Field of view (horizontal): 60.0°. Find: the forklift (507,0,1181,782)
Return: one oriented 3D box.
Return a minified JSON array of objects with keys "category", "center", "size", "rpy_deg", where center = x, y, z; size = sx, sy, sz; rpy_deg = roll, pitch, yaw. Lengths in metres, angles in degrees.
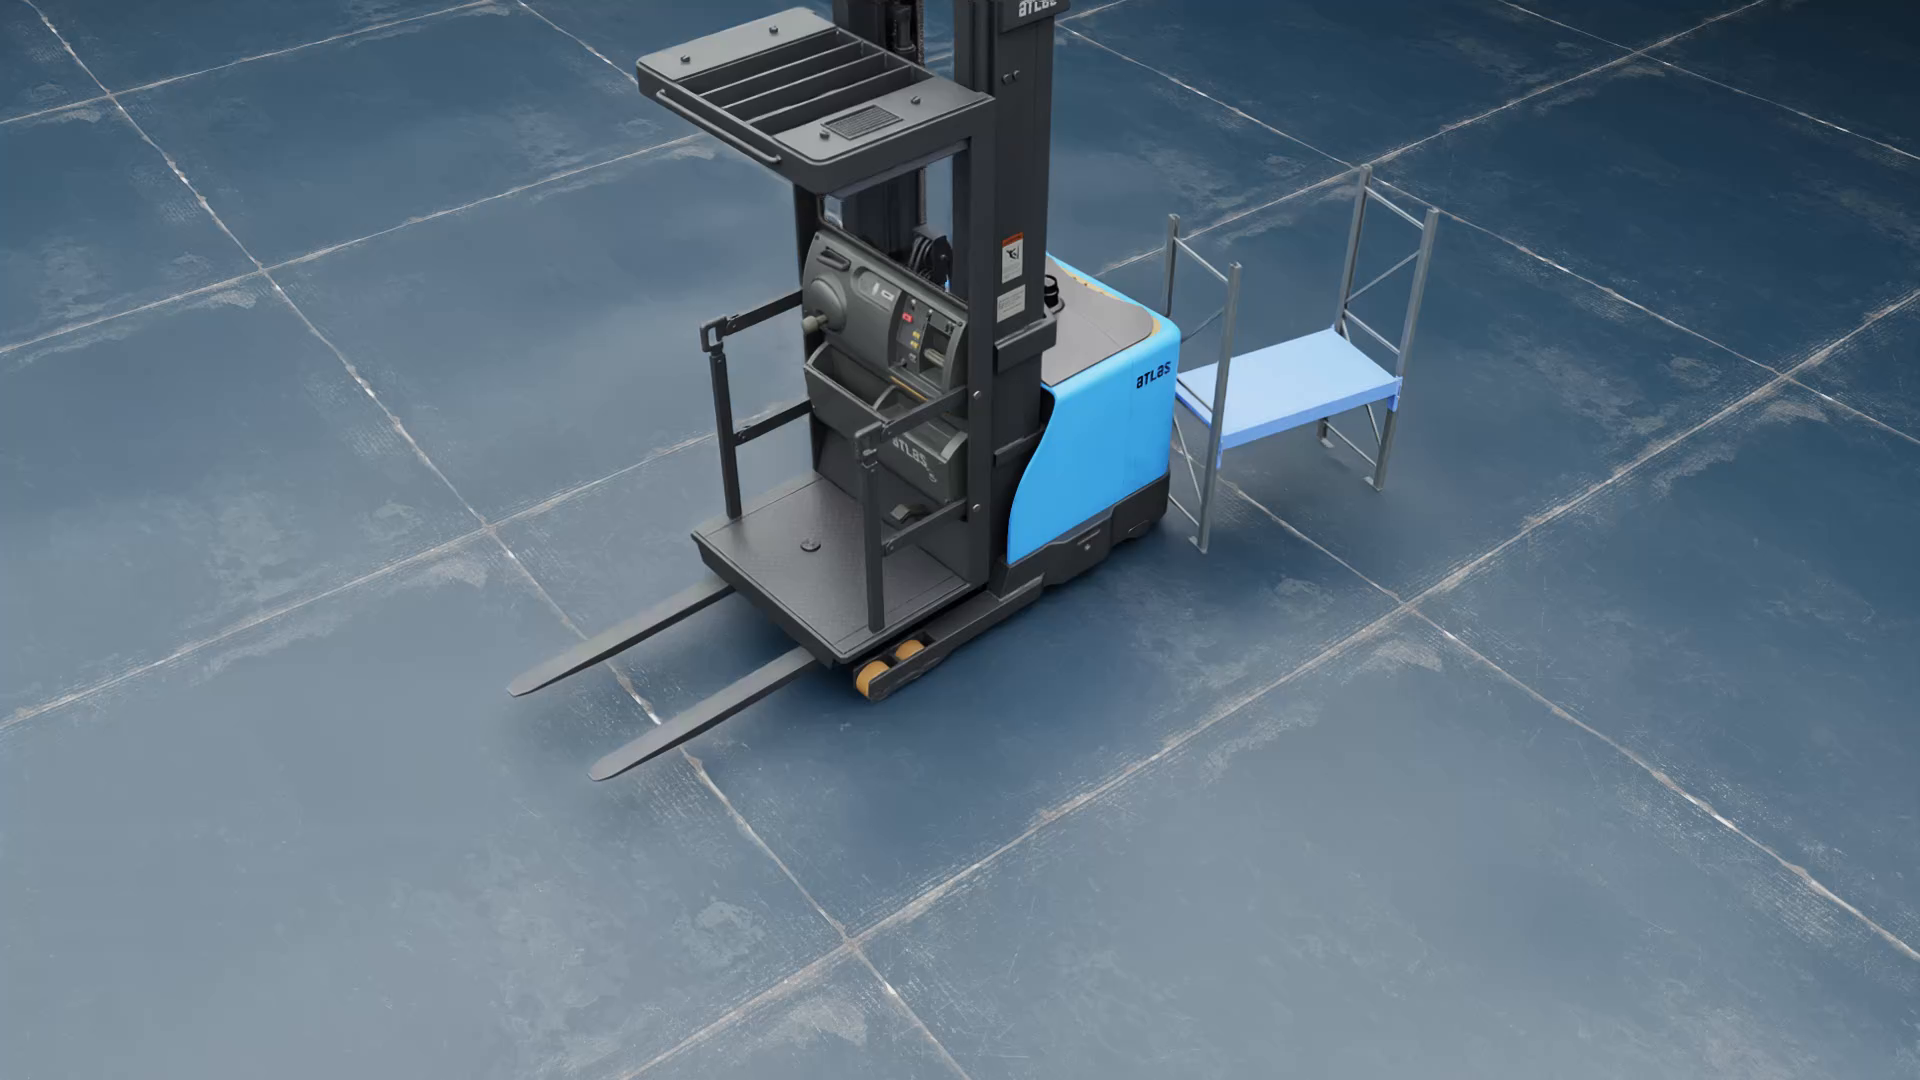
[{"category":"forklift","center":[-0.466,-0.840,6.463],"size":[3.031,2.935,1.130],"rpy_deg":[-29,48,-31]}]

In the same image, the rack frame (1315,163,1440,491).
[{"category":"rack frame","center":[1.920,-0.960,7.738],"size":[0.032,1.500,0.500],"rpy_deg":[-18,43,-21]}]

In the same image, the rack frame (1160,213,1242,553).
[{"category":"rack frame","center":[1.015,-0.665,7.379],"size":[0.032,1.500,0.500],"rpy_deg":[-18,43,-21]}]

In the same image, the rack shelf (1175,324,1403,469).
[{"category":"rack shelf","center":[1.467,-0.674,7.672],"size":[1.000,0.185,0.538],"rpy_deg":[-18,43,-21]}]

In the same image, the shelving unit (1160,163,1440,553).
[{"category":"shelving unit","center":[1.467,-0.813,7.558],"size":[1.048,1.500,0.538],"rpy_deg":[-18,43,-21]}]
